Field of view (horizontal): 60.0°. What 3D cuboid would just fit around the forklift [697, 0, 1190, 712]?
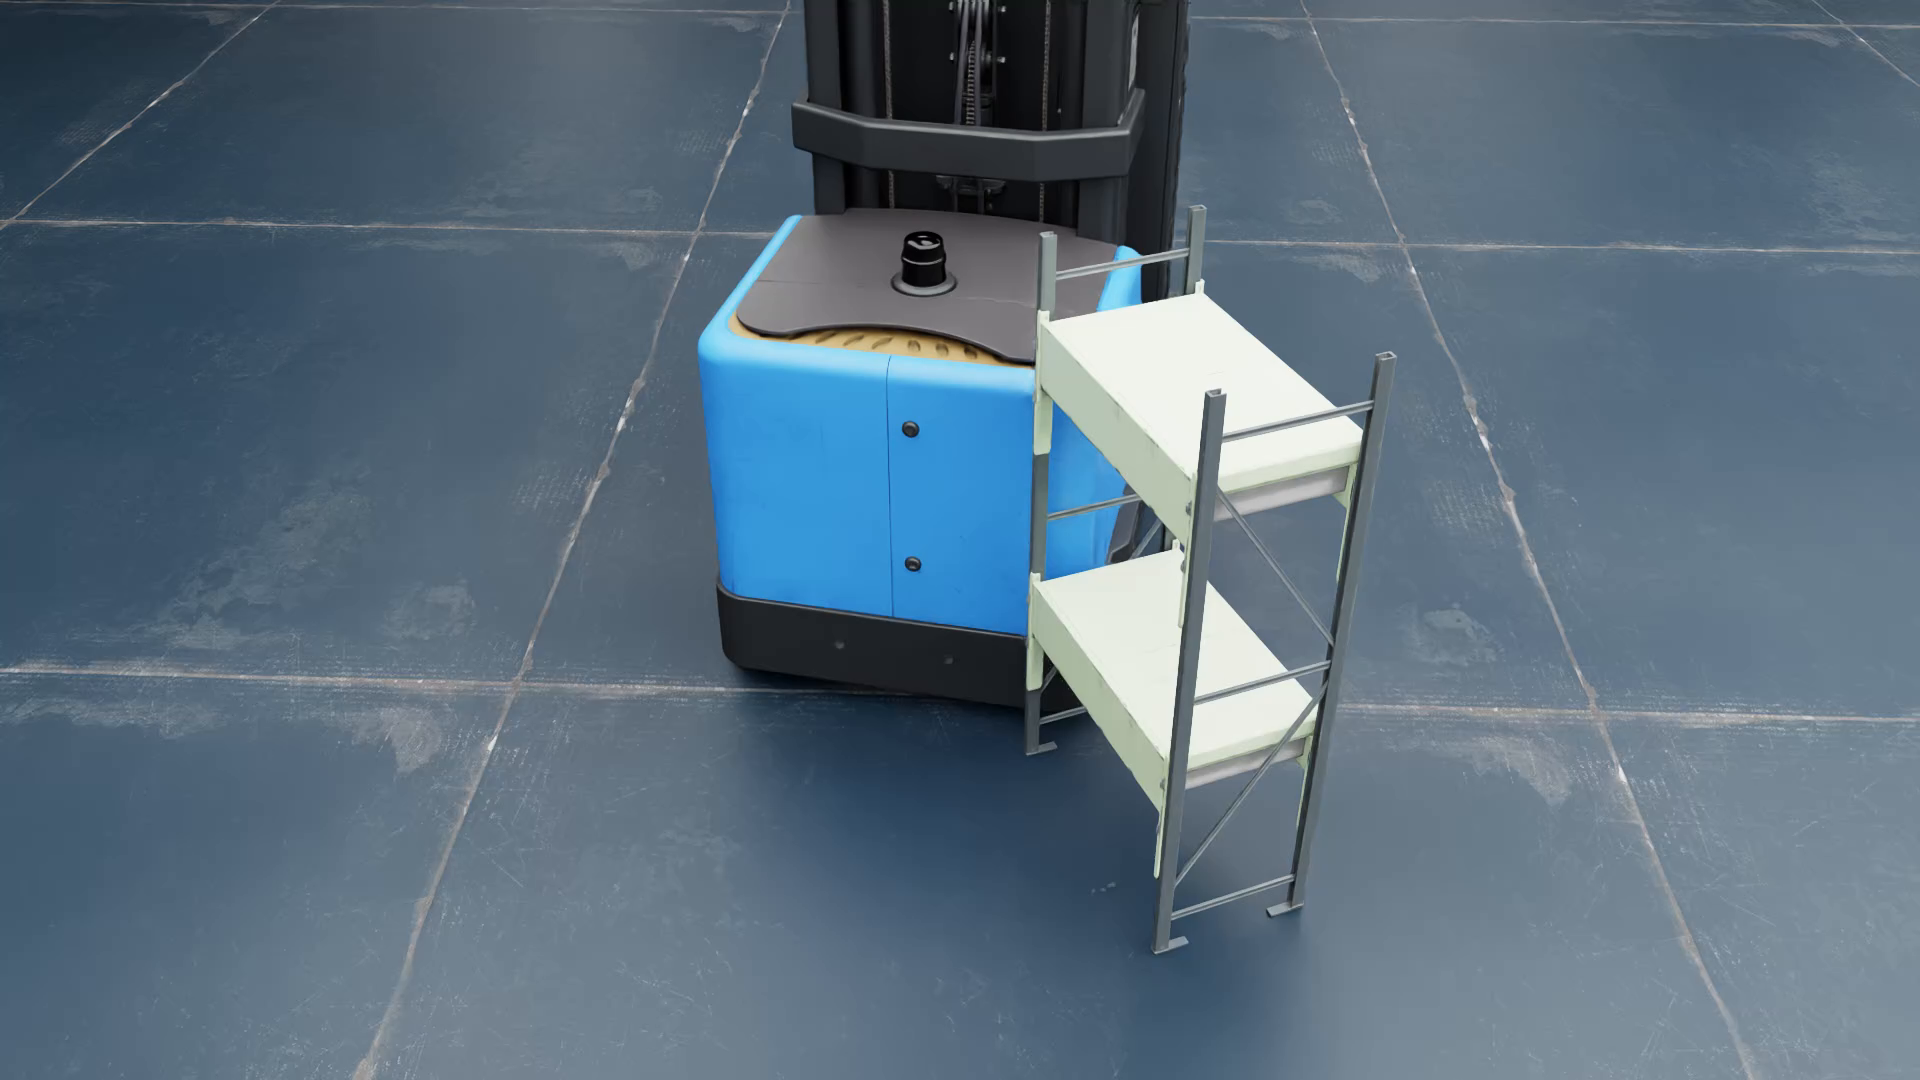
[{"bbox_3d":[0.152,-1.581,4.951,1.130,2.935,3.031,7,36,10],"label":"forklift"}]

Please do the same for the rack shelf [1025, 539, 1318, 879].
[{"bbox_3d":[0.497,0.377,3.976,0.431,0.370,0.720,-13,37,-18],"label":"rack shelf"}]

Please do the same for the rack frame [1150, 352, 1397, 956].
[{"bbox_3d":[0.635,0.305,3.511,0.400,1.500,0.023,-13,37,-18],"label":"rack frame"}]

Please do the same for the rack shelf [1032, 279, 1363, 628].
[{"bbox_3d":[0.497,-0.209,3.564,0.431,0.370,0.720,-13,37,-18],"label":"rack shelf"}]

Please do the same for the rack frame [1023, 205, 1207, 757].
[{"bbox_3d":[0.359,-0.084,4.066,0.400,1.500,0.023,-13,37,-18],"label":"rack frame"}]

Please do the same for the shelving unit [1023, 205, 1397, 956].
[{"bbox_3d":[0.497,0.110,3.789,0.431,1.500,0.755,-13,37,-18],"label":"shelving unit"}]
